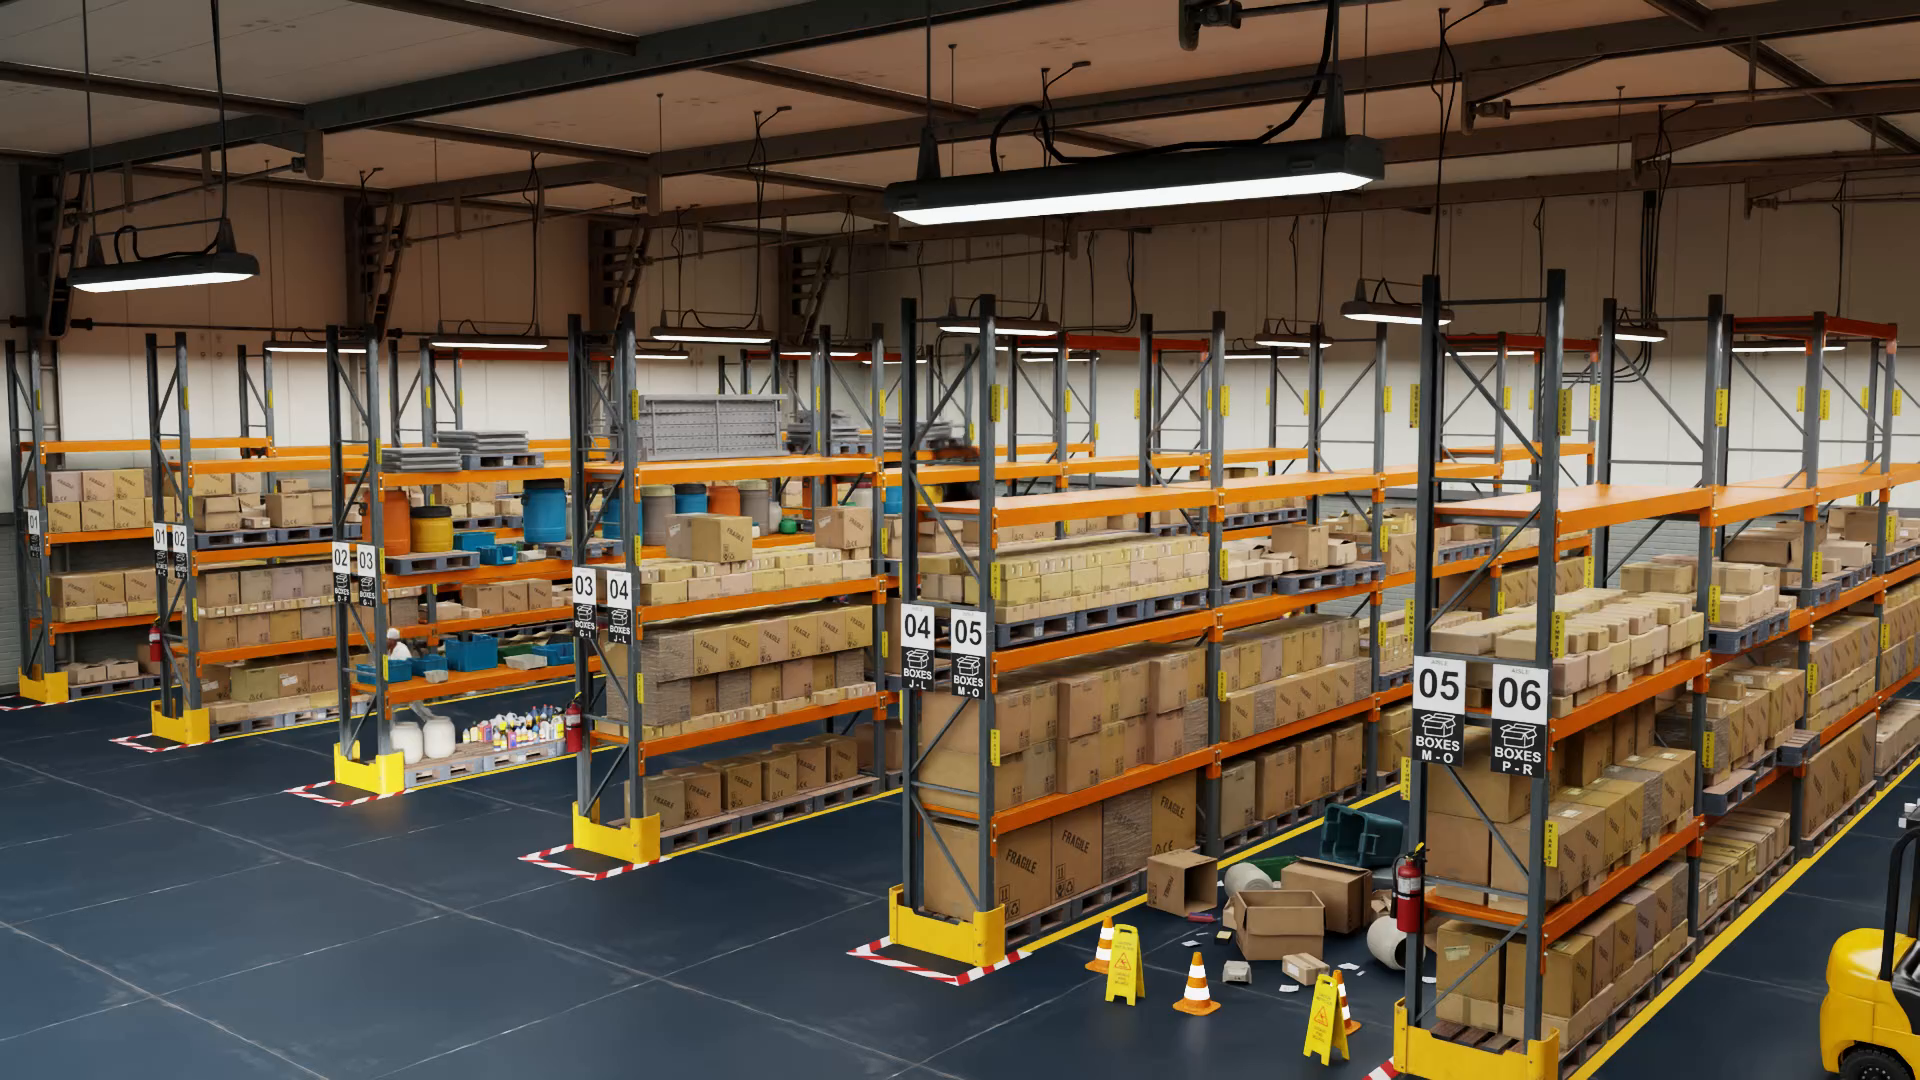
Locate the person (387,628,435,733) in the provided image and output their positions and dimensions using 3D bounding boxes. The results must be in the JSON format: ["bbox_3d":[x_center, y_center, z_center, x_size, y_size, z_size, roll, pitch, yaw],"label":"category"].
[{"bbox_3d":[-8.002,2.142,24.149,0.691,1.770,0.961,5,7,44],"label":"person"}]

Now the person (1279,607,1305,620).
[{"bbox_3d":[5.477,1.830,27.218,0.677,1.823,0.738,3,6,33],"label":"person"}]

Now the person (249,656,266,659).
[{"bbox_3d":[-11.480,1.854,27.452,0.719,1.771,0.985,4,6,36],"label":"person"}]

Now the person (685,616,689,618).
[{"bbox_3d":[-4.613,1.656,29.256,0.642,1.837,0.799,2,6,25],"label":"person"}]
